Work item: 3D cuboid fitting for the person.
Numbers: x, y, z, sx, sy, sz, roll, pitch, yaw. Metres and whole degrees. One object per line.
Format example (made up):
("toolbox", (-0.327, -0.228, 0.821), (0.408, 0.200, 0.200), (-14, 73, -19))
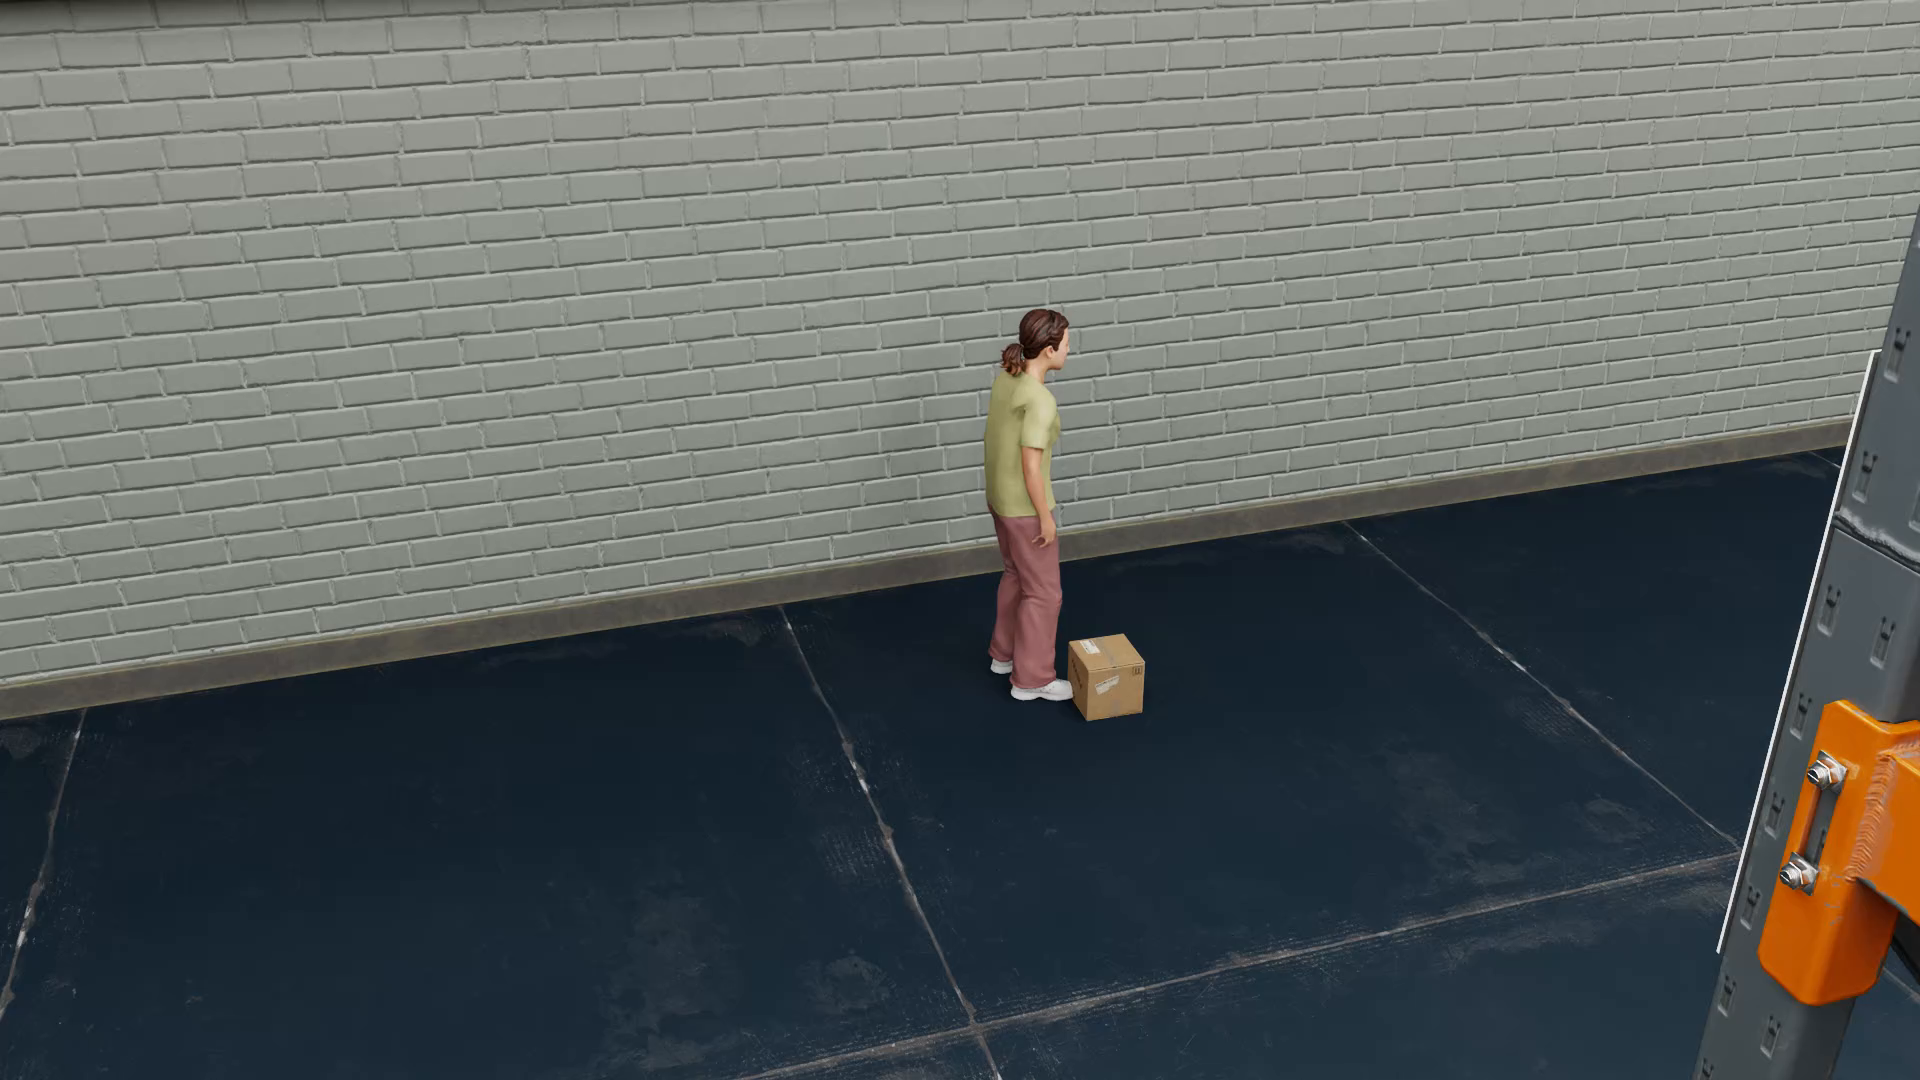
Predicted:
("person", (0.290, -0.147, 6.916), (0.363, 1.668, 0.497), (-8, 28, -16))
